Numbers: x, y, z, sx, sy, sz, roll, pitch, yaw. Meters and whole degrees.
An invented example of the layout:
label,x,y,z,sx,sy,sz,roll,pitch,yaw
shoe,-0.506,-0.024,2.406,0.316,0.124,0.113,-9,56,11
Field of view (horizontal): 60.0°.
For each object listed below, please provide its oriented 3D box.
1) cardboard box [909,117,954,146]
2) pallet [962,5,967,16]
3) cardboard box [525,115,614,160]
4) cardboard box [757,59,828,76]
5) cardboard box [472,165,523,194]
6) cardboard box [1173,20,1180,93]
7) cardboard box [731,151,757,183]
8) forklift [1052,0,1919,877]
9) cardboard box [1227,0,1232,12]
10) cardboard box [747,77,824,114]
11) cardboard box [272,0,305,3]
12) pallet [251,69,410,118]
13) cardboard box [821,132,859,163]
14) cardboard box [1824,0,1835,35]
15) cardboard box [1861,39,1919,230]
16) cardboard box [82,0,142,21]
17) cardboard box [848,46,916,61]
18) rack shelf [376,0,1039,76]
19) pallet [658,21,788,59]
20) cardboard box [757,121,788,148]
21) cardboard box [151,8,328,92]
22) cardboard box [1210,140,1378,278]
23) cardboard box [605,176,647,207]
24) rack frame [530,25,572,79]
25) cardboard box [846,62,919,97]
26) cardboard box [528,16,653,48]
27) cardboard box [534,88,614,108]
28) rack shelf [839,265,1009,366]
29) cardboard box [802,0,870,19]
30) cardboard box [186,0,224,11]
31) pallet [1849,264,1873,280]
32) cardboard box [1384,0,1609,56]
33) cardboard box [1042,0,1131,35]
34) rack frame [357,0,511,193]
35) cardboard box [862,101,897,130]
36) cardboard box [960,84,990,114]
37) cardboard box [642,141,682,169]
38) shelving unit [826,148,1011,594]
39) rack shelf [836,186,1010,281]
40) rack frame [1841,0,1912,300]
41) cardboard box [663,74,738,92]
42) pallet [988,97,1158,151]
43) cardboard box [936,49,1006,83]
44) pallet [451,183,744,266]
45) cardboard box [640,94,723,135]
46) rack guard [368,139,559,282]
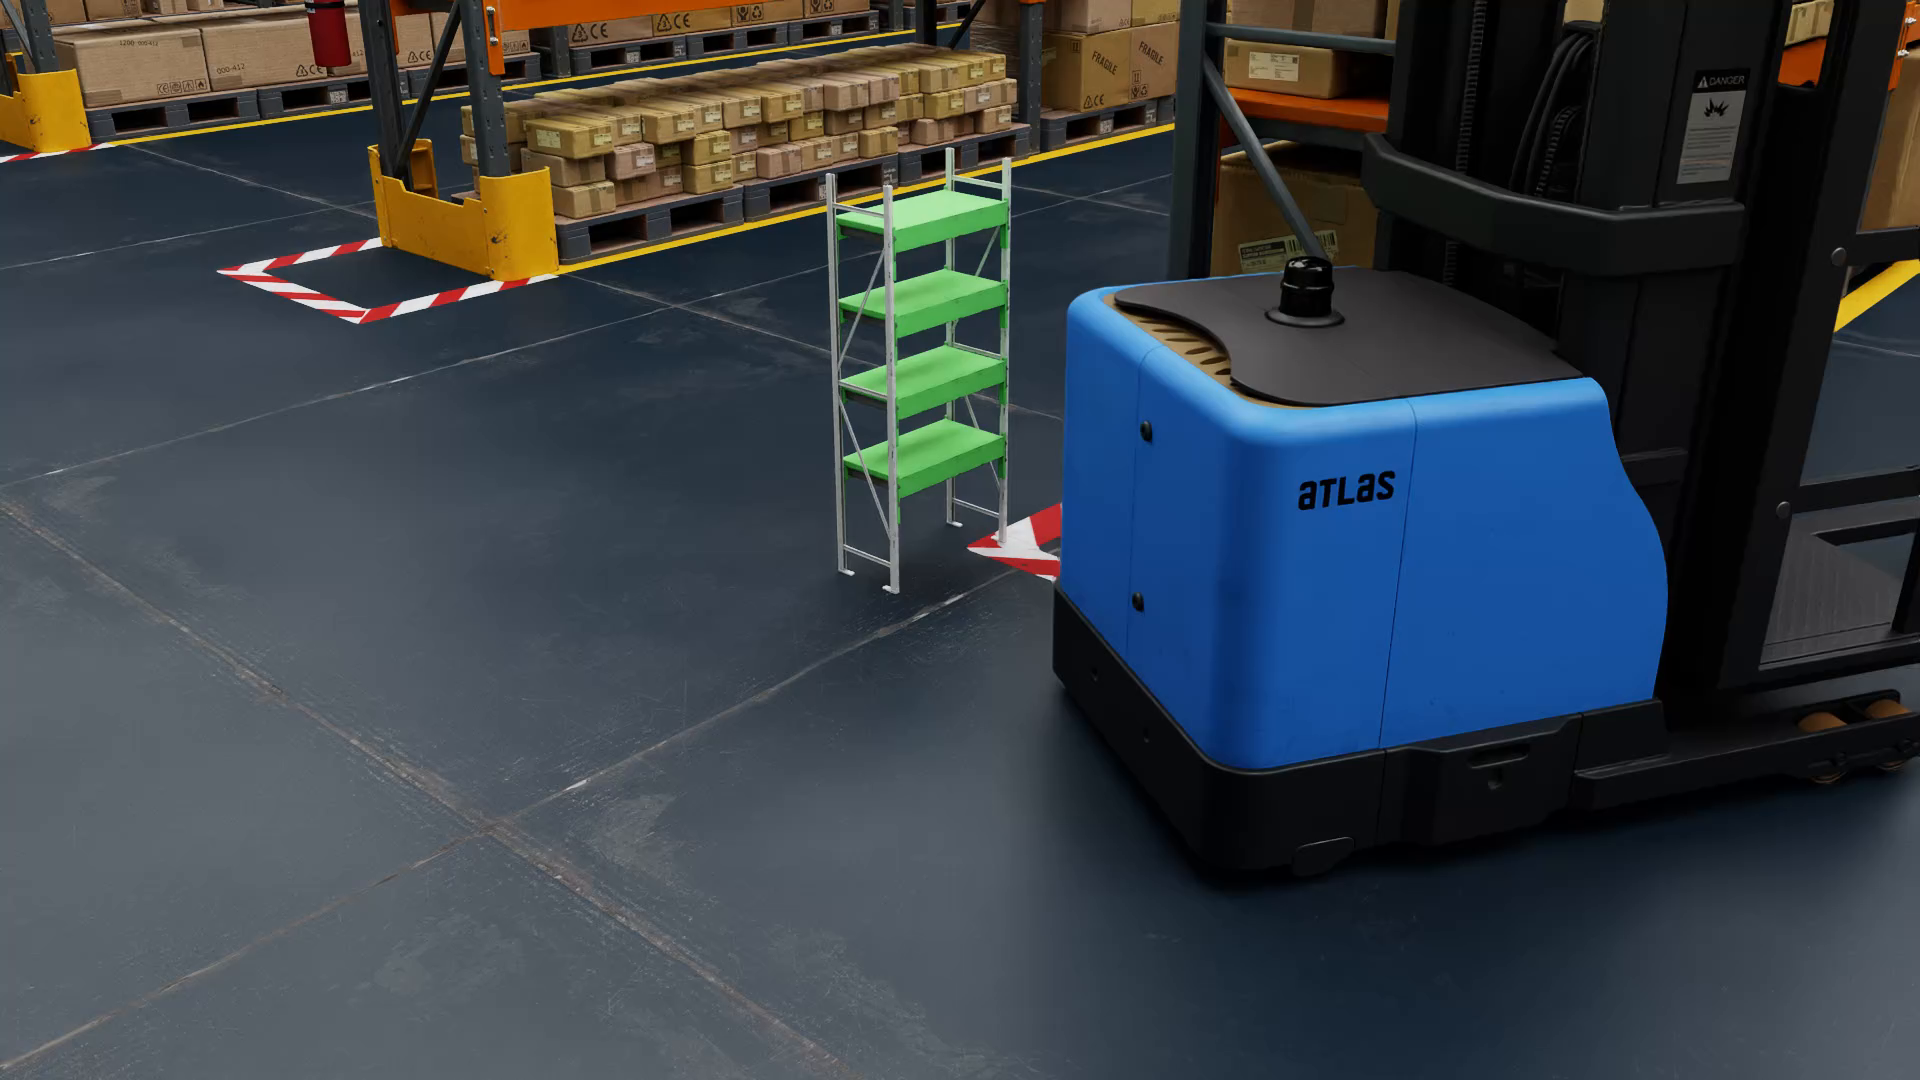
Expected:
label,x,y,z,sx,sy,sz,roll,pitch,yaw
cardboard box,-0.261,-2.535,10.208,0.380,0.149,0.250,19,30,36
pallet,0.364,-5.886,18.119,1.003,0.211,1.213,20,31,38
cardboard box,-1.956,-2.021,8.336,0.380,0.149,0.250,18,30,35
cardboard box,-1.021,-2.826,10.130,0.380,0.149,0.250,21,32,39
cardboard box,-2.362,-1.900,8.793,0.380,0.149,0.250,21,31,38
cardboard box,1.493,-3.540,12.020,0.500,0.500,0.500,21,31,38
cardboard box,-1.344,-2.087,9.209,0.380,0.149,0.250,20,31,38
forklift,1.814,-0.955,3.798,3.031,2.935,1.130,-8,25,-16
cardboard box,1.840,-4.036,12.210,0.500,0.250,0.500,21,32,39
cardboard box,-0.995,-2.531,9.472,0.380,0.149,0.250,20,31,38
cardboard box,-6.851,-5.823,17.113,0.500,0.500,0.500,22,32,40
pallet,-5.022,-3.476,12.744,1.003,0.211,1.213,20,31,38
cardboard box,-0.812,-2.313,9.713,0.380,0.149,0.250,21,32,38
cardboard box,3.263,-2.094,6.561,0.380,0.149,0.250,21,31,38
cardboard box,4.150,-2.048,8.236,1.225,0.875,0.875,20,31,38
cardboard box,-8.240,-5.245,15.824,0.700,0.500,0.500,19,30,36
cardboard box,-0.501,-3.057,10.646,0.380,0.149,0.250,22,32,40
rack shelf,-1.223,-3.073,9.318,1.077,0.370,4.000,20,31,38
pallet,-2.369,-4.689,15.449,1.003,0.211,1.213,20,31,38
cardboard box,-1.187,-2.324,9.375,0.380,0.149,0.250,22,32,40
cardboard box,-5.341,-3.645,12.332,0.875,0.438,0.875,21,32,39
cardboard box,1.435,-0.846,5.555,0.875,0.875,0.875,20,31,38
cardboard box,-1.857,-1.857,8.698,0.380,0.149,0.250,20,31,37
rack frame,-3.642,-5.332,13.475,1.000,3.000,0.127,20,31,38
cardboard box,-0.465,-2.770,10.005,0.380,0.149,0.250,21,32,39
cardboard box,-3.288,-4.765,14.294,0.875,0.875,0.875,21,32,39
cardboard box,-2.105,-2.360,9.090,0.380,0.149,0.250,19,31,36
rack shelf,-0.111,-0.658,4.820,0.258,0.148,0.480,20,31,38
cardboard box,-1.496,-5.585,16.123,0.875,0.875,0.875,20,31,37
cardboard box,-7.494,-5.327,16.436,0.380,0.149,0.250,19,30,36
pallet,4.196,-1.609,8.581,1.003,0.211,1.213,20,31,38
cardboard box,1.589,-1.547,4.854,0.500,0.250,0.500,19,30,36
cardboard box,0.801,-3.557,11.143,0.500,0.250,0.500,19,30,35
rack frame,-2.558,-2.792,7.811,1.000,3.000,0.127,20,31,38
cardboard box,-0.595,-2.550,9.878,0.380,0.149,0.250,21,32,39
cardboard box,-0.033,-2.769,10.367,0.380,0.149,0.250,18,30,35
cardboard box,-1.695,-2.075,8.820,0.380,0.149,0.250,21,31,38
shelving unit,-0.111,-0.497,4.892,0.258,1.200,0.503,20,31,38
rack shelf,-0.111,-0.877,4.722,0.258,0.148,0.480,20,31,38
rack frame,3.738,-2.626,7.440,1.000,3.000,0.127,20,31,38
cardboard box,-1.489,-2.568,9.556,0.380,0.149,0.250,19,30,36
pallet,0.630,-2.976,11.630,1.003,0.211,1.213,20,31,38
cardboard box,0.068,-2.994,10.505,0.380,0.149,0.250,21,32,39
pallet,-1.939,-1.781,8.964,1.003,0.211,1.213,20,31,38
cardboard box,-1.494,-2.278,8.909,0.380,0.149,0.250,18,30,35
rack guard,-2.508,-1.675,8.374,1.175,0.500,0.348,20,31,38
